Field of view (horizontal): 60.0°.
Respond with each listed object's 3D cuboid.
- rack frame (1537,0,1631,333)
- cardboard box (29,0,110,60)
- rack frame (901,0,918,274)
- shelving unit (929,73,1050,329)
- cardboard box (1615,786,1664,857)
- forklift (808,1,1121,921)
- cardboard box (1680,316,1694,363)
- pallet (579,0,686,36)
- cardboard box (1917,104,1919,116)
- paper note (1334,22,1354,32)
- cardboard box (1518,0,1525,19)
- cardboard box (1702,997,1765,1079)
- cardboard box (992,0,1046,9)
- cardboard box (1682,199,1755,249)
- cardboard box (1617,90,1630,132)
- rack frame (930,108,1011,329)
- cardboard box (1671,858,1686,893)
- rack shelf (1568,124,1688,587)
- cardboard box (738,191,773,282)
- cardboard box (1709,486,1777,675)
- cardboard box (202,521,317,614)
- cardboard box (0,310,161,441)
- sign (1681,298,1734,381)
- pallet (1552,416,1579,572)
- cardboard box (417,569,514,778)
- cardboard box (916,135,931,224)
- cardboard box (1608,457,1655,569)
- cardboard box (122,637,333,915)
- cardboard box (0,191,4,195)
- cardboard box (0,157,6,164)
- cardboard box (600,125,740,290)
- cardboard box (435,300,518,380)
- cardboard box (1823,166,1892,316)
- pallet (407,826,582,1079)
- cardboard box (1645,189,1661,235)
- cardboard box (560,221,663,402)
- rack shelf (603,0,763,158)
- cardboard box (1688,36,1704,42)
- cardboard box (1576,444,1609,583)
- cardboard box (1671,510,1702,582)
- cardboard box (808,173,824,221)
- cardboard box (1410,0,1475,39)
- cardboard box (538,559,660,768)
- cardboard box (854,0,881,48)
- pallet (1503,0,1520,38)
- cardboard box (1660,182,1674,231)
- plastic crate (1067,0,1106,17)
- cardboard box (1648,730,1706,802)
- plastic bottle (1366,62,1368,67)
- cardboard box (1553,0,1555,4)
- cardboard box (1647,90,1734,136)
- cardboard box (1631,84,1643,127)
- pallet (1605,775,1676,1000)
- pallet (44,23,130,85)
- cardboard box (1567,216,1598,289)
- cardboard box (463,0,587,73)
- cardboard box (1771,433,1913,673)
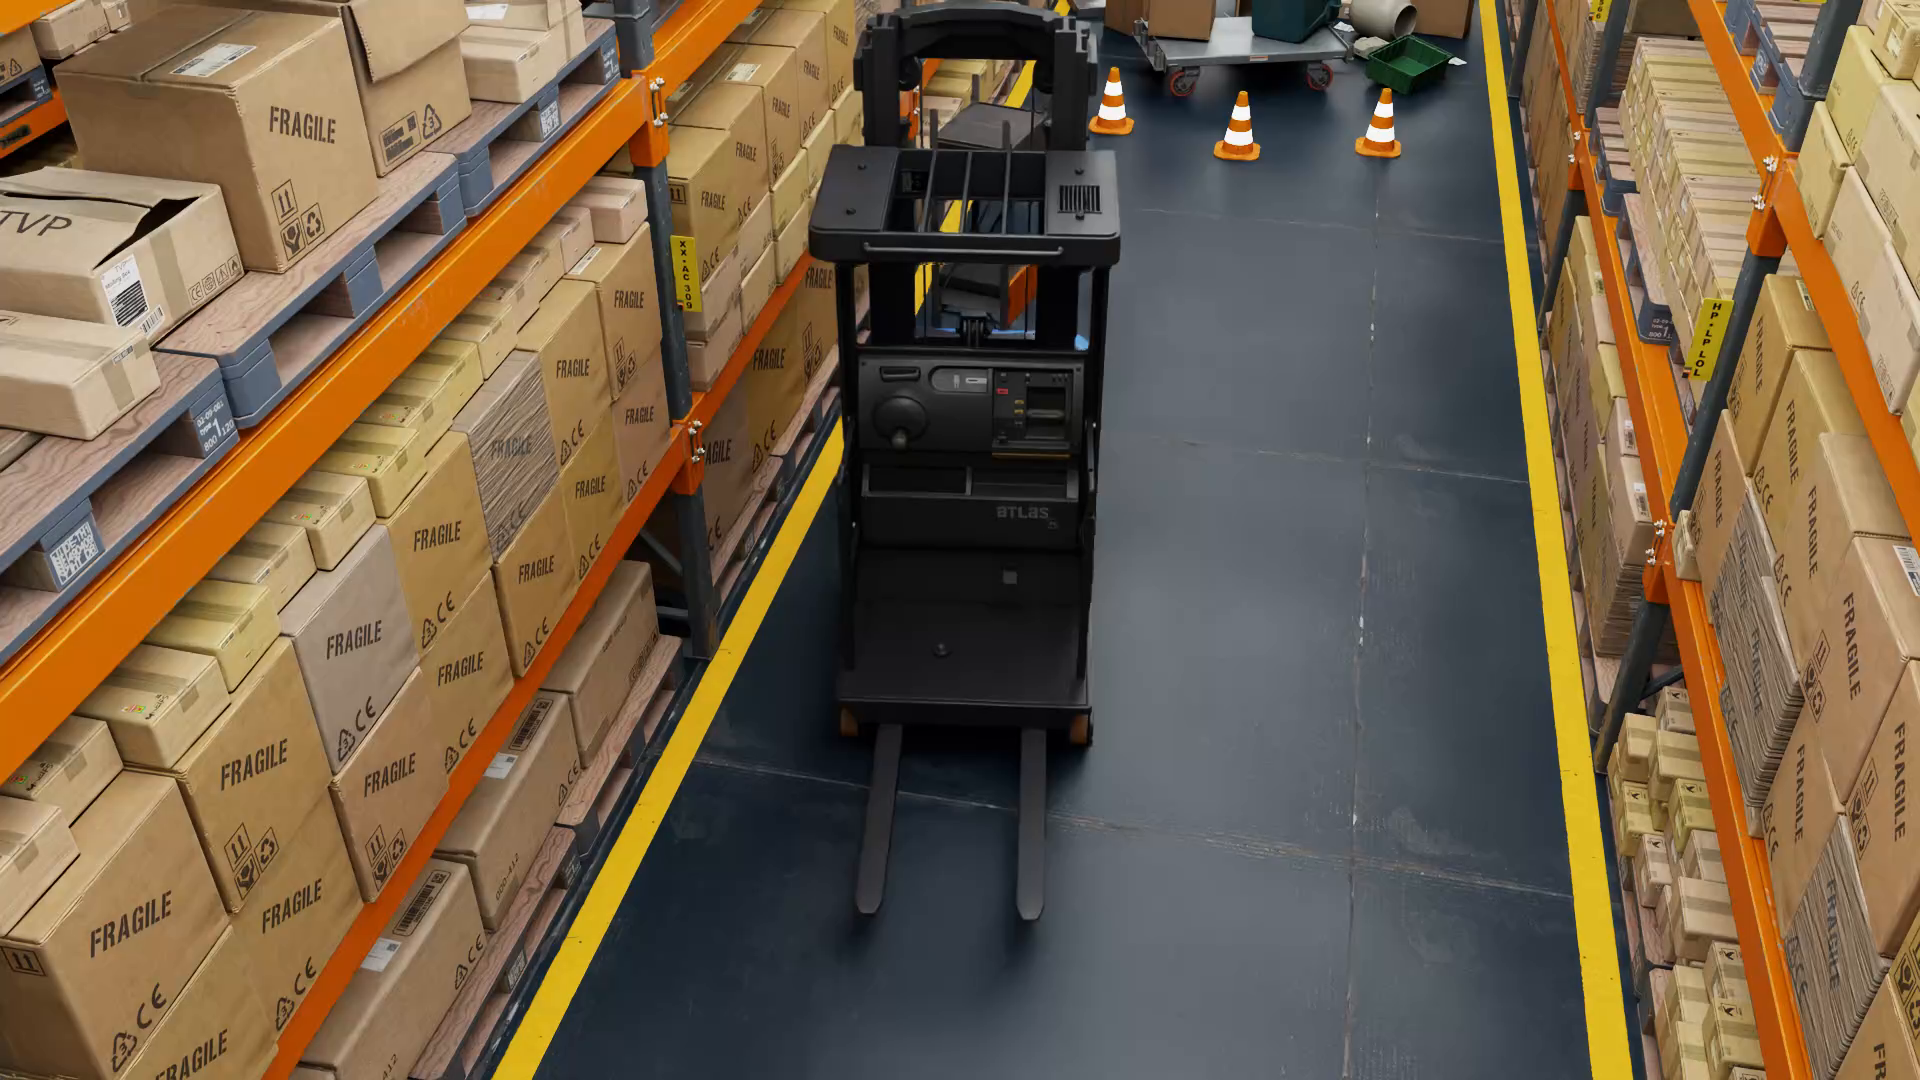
[{"bbox_3d":[4.079,-2.474,9.378,1.000,3.000,0.127,7,37,10],"label":"rack frame"},{"bbox_3d":[-5.537,-3.121,10.040,0.500,0.250,0.500,6,36,8],"label":"cardboard box"},{"bbox_3d":[-0.778,-3.037,10.154,1.000,3.000,0.127,7,37,10],"label":"rack frame"},{"bbox_3d":[0.145,-1.232,8.430,0.431,2.100,0.503,15,39,19],"label":"shelving unit"},{"bbox_3d":[2.777,1.124,6.484,0.380,0.149,0.250,8,37,11],"label":"cardboard box"},{"bbox_3d":[0.035,-0.490,6.698,1.130,2.935,3.031,2,36,2],"label":"forklift"},{"bbox_3d":[3.226,-0.793,6.915,0.380,0.149,0.250,7,37,10],"label":"cardboard box"},{"bbox_3d":[-1.485,-2.412,6.900,0.805,0.209,1.217,6,36,8],"label":"pallet"},{"bbox_3d":[2.737,-1.116,4.310,0.380,0.149,0.250,6,36,9],"label":"cardboard box"},{"bbox_3d":[3.436,-4.570,14.806,0.172,0.023,0.155,20,41,26],"label":"paper note"},{"bbox_3d":[5.325,-4.946,14.241,0.875,0.875,0.875,8,37,10],"label":"cardboard box"},{"bbox_3d":[2.590,1.627,5.284,0.380,0.149,0.250,7,37,10],"label":"cardboard box"},{"bbox_3d":[0.466,-4.691,14.422,0.500,0.250,0.500,6,36,8],"label":"cardboard box"},{"bbox_3d":[3.346,-1.338,7.159,0.380,0.149,0.250,6,36,8],"label":"cardboard box"},{"bbox_3d":[3.787,-2.311,9.009,0.380,0.149,0.250,7,36,9],"label":"cardboard box"},{"bbox_3d":[0.046,-1.101,8.250,0.400,2.100,0.015,15,39,19],"label":"rack frame"},{"bbox_3d":[2.791,1.306,5.981,0.380,0.149,0.250,6,36,8],"label":"cardboard box"},{"bbox_3d":[3.652,-1.036,8.007,1.077,0.370,4.000,7,37,10],"label":"rack shelf"},{"bbox_3d":[-1.179,-1.404,7.604,0.500,0.250,0.500,8,37,11],"label":"cardboard box"},{"bbox_3d":[2.774,0.195,5.356,0.500,0.500,0.500,7,37,10],"label":"cardboard box"},{"bbox_3d":[-1.943,0.069,4.379,0.380,0.149,0.250,8,37,10],"label":"cardboard box"},{"bbox_3d":[-2.030,-0.369,3.688,0.380,0.149,0.250,9,37,12],"label":"cardboard box"},{"bbox_3d":[2.682,-0.717,5.967,0.100,0.325,0.005,7,37,10],"label":"sign"},{"bbox_3d":[3.648,-0.200,8.616,1.003,0.211,1.213,7,37,10],"label":"pallet"},{"bbox_3d":[-1.806,0.398,5.330,0.500,0.500,0.500,8,37,12],"label":"cardboard box"},{"bbox_3d":[-0.648,-2.465,11.247,0.950,0.372,0.625,5,36,7],"label":"cardboard box"},{"bbox_3d":[3.137,-0.101,7.237,0.500,0.250,0.500,6,36,9],"label":"cardboard box"},{"bbox_3d":[-2.002,0.568,4.243,0.500,0.500,0.500,6,36,9],"label":"cardboard box"},{"bbox_3d":[-5.797,-2.006,9.951,0.380,0.149,0.250,6,36,8],"label":"cardboard box"},{"bbox_3d":[-6.250,-2.372,10.456,0.380,0.149,0.250,6,36,8],"label":"cardboard box"},{"bbox_3d":[-1.258,-1.405,6.965,0.500,0.500,0.500,8,37,11],"label":"cardboard box"},{"bbox_3d":[-1.667,-0.660,5.385,0.380,0.149,0.250,7,37,10],"label":"cardboard box"},{"bbox_3d":[2.770,-0.814,4.659,0.500,0.250,0.500,7,36,9],"label":"cardboard box"},{"bbox_3d":[-2.130,1.513,6.252,1.003,0.211,1.213,7,37,10],"label":"pallet"},{"bbox_3d":[3.505,-1.551,7.960,0.380,0.149,0.250,8,37,11],"label":"cardboard box"},{"bbox_3d":[-1.463,-0.884,6.246,0.500,0.500,0.500,7,37,10],"label":"cardboard box"},{"bbox_3d":[-1.205,-2.813,7.903,1.077,0.370,4.000,7,37,10],"label":"rack shelf"},{"bbox_3d":[4.439,-2.738,9.657,0.500,0.500,0.500,8,37,10],"label":"cardboard box"},{"bbox_3d":[3.247,-0.089,7.859,0.500,0.500,0.500,6,36,9],"label":"cardboard box"},{"bbox_3d":[2.845,0.042,6.120,0.380,0.149,0.250,9,37,12],"label":"cardboard box"},{"bbox_3d":[-0.931,-1.776,8.542,0.500,0.250,0.500,7,36,9],"label":"cardboard box"},{"bbox_3d":[4.263,-4.775,14.680,0.500,0.500,0.500,14,38,18],"label":"cardboard box"},{"bbox_3d":[-1.871,0.470,7.140,0.875,0.438,0.875,7,36,9],"label":"cardboard box"},{"bbox_3d":[-0.734,-2.858,8.970,0.500,0.500,0.500,8,37,11],"label":"cardboard box"},{"bbox_3d":[5.431,-4.766,14.916,1.003,0.211,1.213,7,37,10],"label":"pallet"},{"bbox_3d":[3.453,-1.517,7.660,0.380,0.149,0.250,9,37,12],"label":"cardboard box"},{"bbox_3d":[1.213,-4.945,15.275,0.402,0.080,0.583,-5,36,-6],"label":"plastic crate"},{"bbox_3d":[2.832,0.884,6.308,0.380,0.149,0.250,9,37,12],"label":"cardboard box"},{"bbox_3d":[3.518,-3.925,13.884,0.133,0.061,0.283,-11,37,-14],"label":"plastic bottle"},{"bbox_3d":[4.342,-3.964,11.348,0.500,0.500,0.500,7,37,10],"label":"cardboard box"},{"bbox_3d":[3.623,-2.096,8.206,0.380,0.149,0.250,6,36,8],"label":"cardboard box"},{"bbox_3d":[3.724,-2.255,8.678,0.380,0.149,0.250,9,37,12],"label":"cardboard box"},{"bbox_3d":[3.116,1.338,6.495,1.003,0.211,1.213,7,37,10],"label":"pallet"},{"bbox_3d":[-5.704,-3.182,10.517,1.213,0.211,1.003,7,37,10],"label":"pallet"},{"bbox_3d":[3.696,-1.571,9.264,0.500,0.250,0.500,6,36,8],"label":"cardboard box"},{"bbox_3d":[-1.456,-1.708,5.436,0.396,0.266,0.258,8,37,11],"label":"cardboard box"},{"bbox_3d":[2.657,0.066,4.683,0.500,0.500,0.500,8,37,11],"label":"cardboard box"}]
